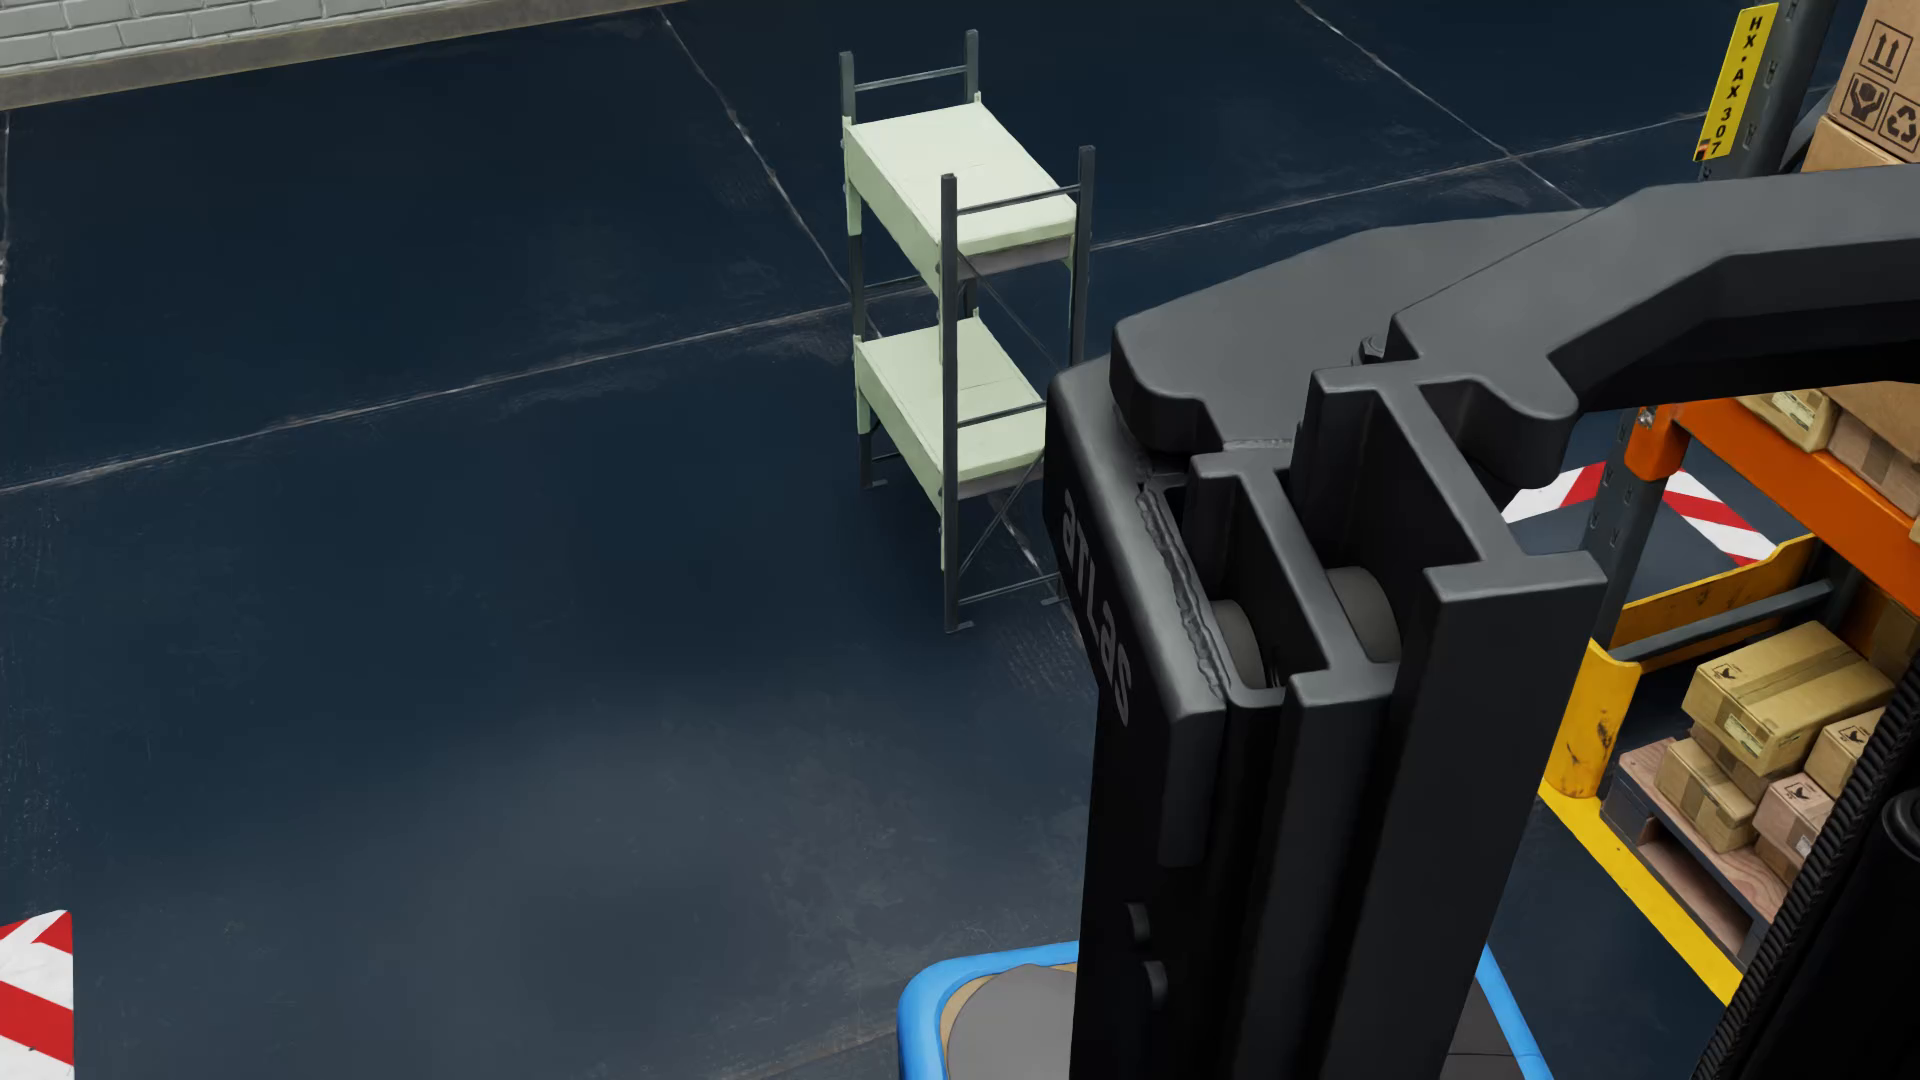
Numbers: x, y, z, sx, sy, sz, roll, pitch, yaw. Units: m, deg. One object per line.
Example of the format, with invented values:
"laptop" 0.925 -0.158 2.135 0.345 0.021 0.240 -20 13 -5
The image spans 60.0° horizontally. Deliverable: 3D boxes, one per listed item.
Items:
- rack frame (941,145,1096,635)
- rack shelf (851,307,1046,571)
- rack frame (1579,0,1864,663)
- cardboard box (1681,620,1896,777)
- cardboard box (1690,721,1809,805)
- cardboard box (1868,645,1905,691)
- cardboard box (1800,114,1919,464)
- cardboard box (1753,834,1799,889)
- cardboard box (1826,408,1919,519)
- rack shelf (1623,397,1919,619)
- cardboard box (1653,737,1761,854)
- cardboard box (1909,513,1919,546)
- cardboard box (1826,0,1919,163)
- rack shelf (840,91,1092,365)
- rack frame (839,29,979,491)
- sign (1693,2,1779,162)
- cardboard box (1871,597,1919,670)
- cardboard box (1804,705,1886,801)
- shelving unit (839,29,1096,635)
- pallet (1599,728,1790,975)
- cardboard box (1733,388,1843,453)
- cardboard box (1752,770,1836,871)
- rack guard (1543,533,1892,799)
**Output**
"rack frame" 0.143 -0.344 4.500 0.400 1.500 0.023 -15 43 -17
"rack shelf" 0.003 -0.317 4.969 0.431 0.370 0.720 -15 43 -17
"rack frame" 2.067 -0.727 3.795 1.000 3.000 0.127 -15 43 -17
"cardboard box" 1.953 0.370 3.928 0.380 0.149 0.250 -17 44 -19
"cardboard box" 2.030 0.462 4.049 0.380 0.149 0.250 -13 42 -15
"cardboard box" 2.533 0.329 4.203 0.380 0.149 0.250 -16 43 -18
"cardboard box" 1.983 -0.538 3.270 0.500 0.500 0.500 -13 42 -15
"cardboard box" 2.147 0.728 3.968 0.380 0.149 0.250 -15 43 -17
"cardboard box" 2.024 -0.212 3.388 0.380 0.149 0.250 -14 43 -15
"rack shelf" 2.832 0.751 2.628 1.077 0.370 4.000 -15 43 -17
"cardboard box" 1.972 0.590 4.127 0.380 0.149 0.250 -14 43 -16
"cardboard box" 2.077 -0.036 3.184 0.380 0.149 0.250 -16 43 -18
"cardboard box" 1.993 -0.920 2.948 0.500 0.500 0.500 -15 43 -17
"rack shelf" 0.003 -0.861 4.502 0.431 0.370 0.720 -15 43 -17
"rack frame" -0.137 -0.785 5.013 0.400 1.500 0.023 -15 43 -17
"sign" 1.566 -0.920 3.355 0.100 0.325 0.005 -15 43 -17
"cardboard box" 2.504 0.225 4.096 0.380 0.149 0.250 -15 43 -16
"cardboard box" 2.170 0.506 3.769 0.380 0.149 0.250 -14 43 -16
"shelving unit" 0.003 -0.565 4.756 0.431 1.500 0.755 -15 43 -17
"pallet" 2.374 0.874 4.071 1.003 0.211 1.213 -15 43 -17
"cardboard box" 1.888 -0.355 3.555 0.380 0.149 0.250 -15 43 -17
"cardboard box" 2.083 0.641 3.841 0.380 0.149 0.250 -15 43 -17
"rack guard" 2.096 0.267 4.556 1.175 0.500 0.348 -15 43 -17
